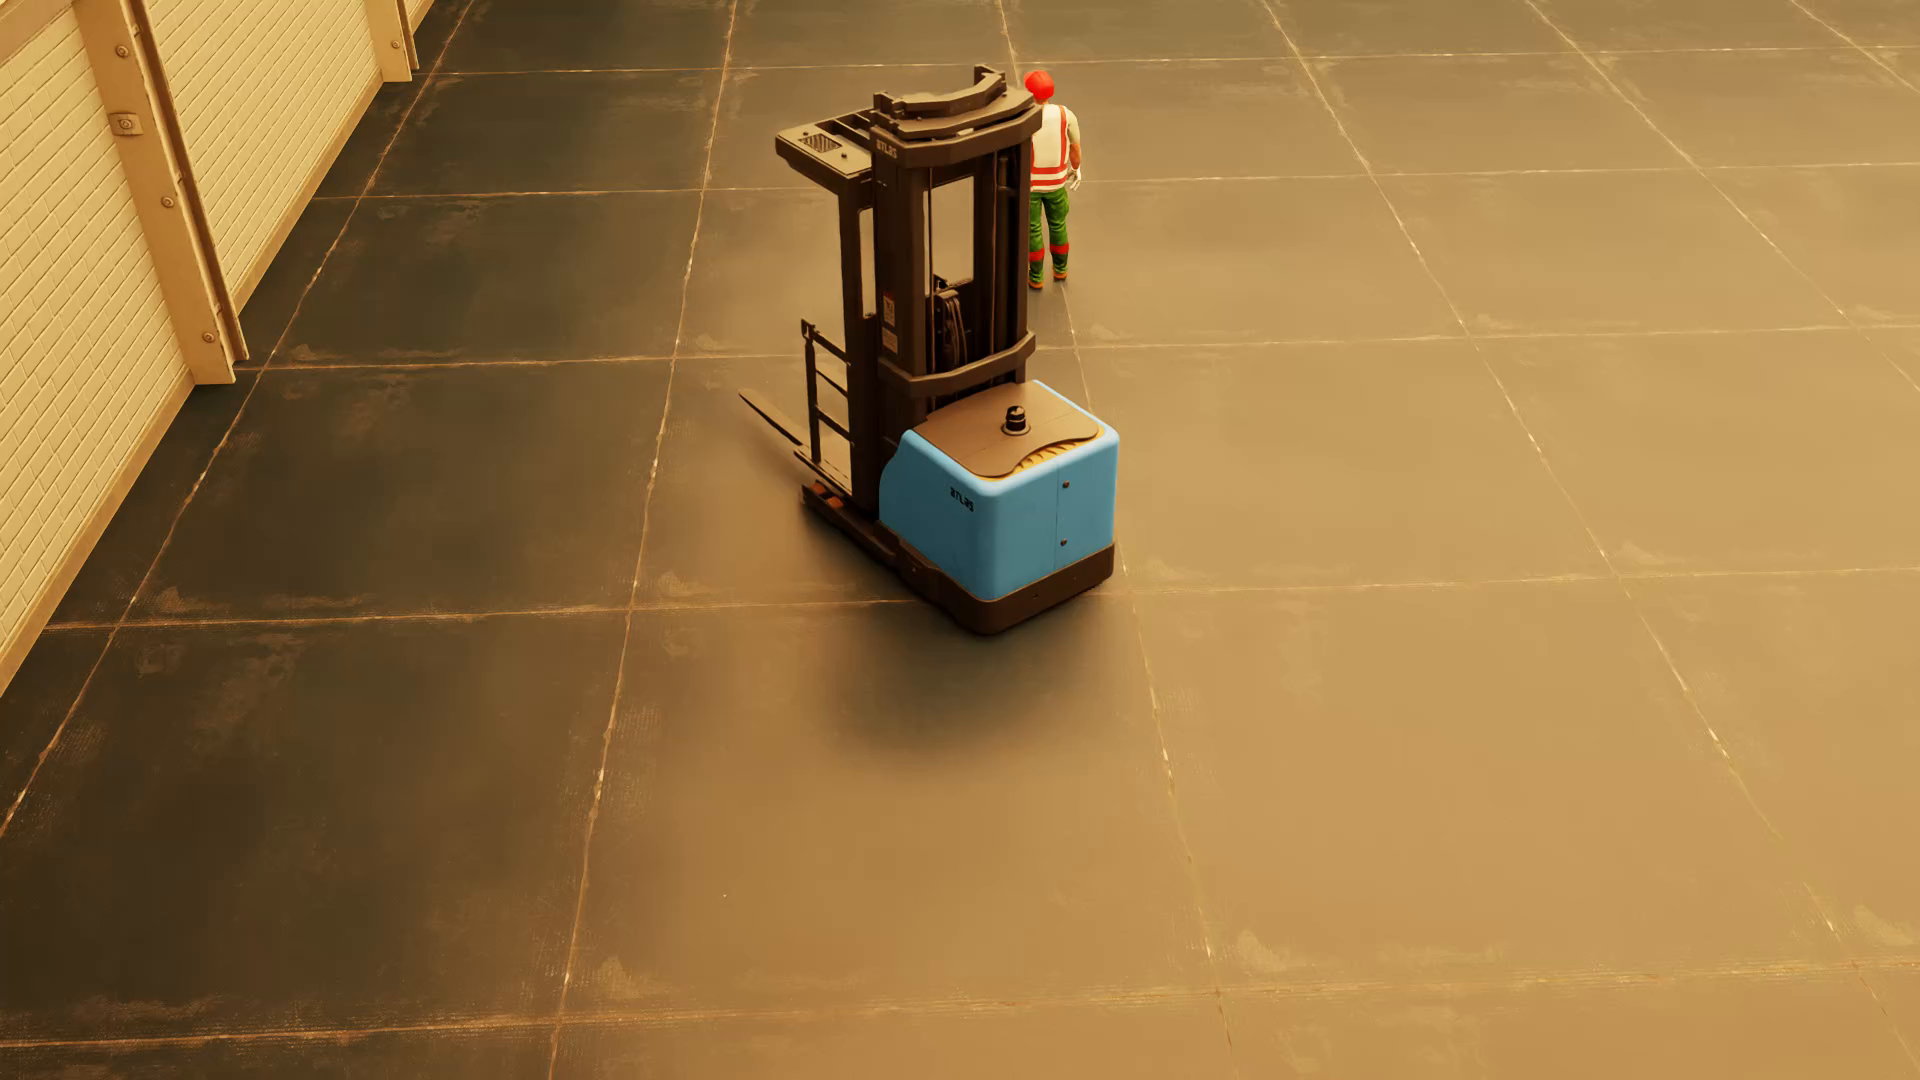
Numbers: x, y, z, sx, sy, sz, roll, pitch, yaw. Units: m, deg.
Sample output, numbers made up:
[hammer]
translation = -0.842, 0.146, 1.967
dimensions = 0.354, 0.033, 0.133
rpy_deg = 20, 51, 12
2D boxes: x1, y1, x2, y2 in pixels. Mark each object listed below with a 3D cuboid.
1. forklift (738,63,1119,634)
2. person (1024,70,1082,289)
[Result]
[forklift]
translation = -0.359, -1.452, 10.004
dimensions = 1.130, 2.935, 3.031
rpy_deg = -24, 42, -29
[person]
translation = 0.609, -2.795, 12.806
dimensions = 0.638, 1.787, 0.564
rpy_deg = -7, 37, -9
